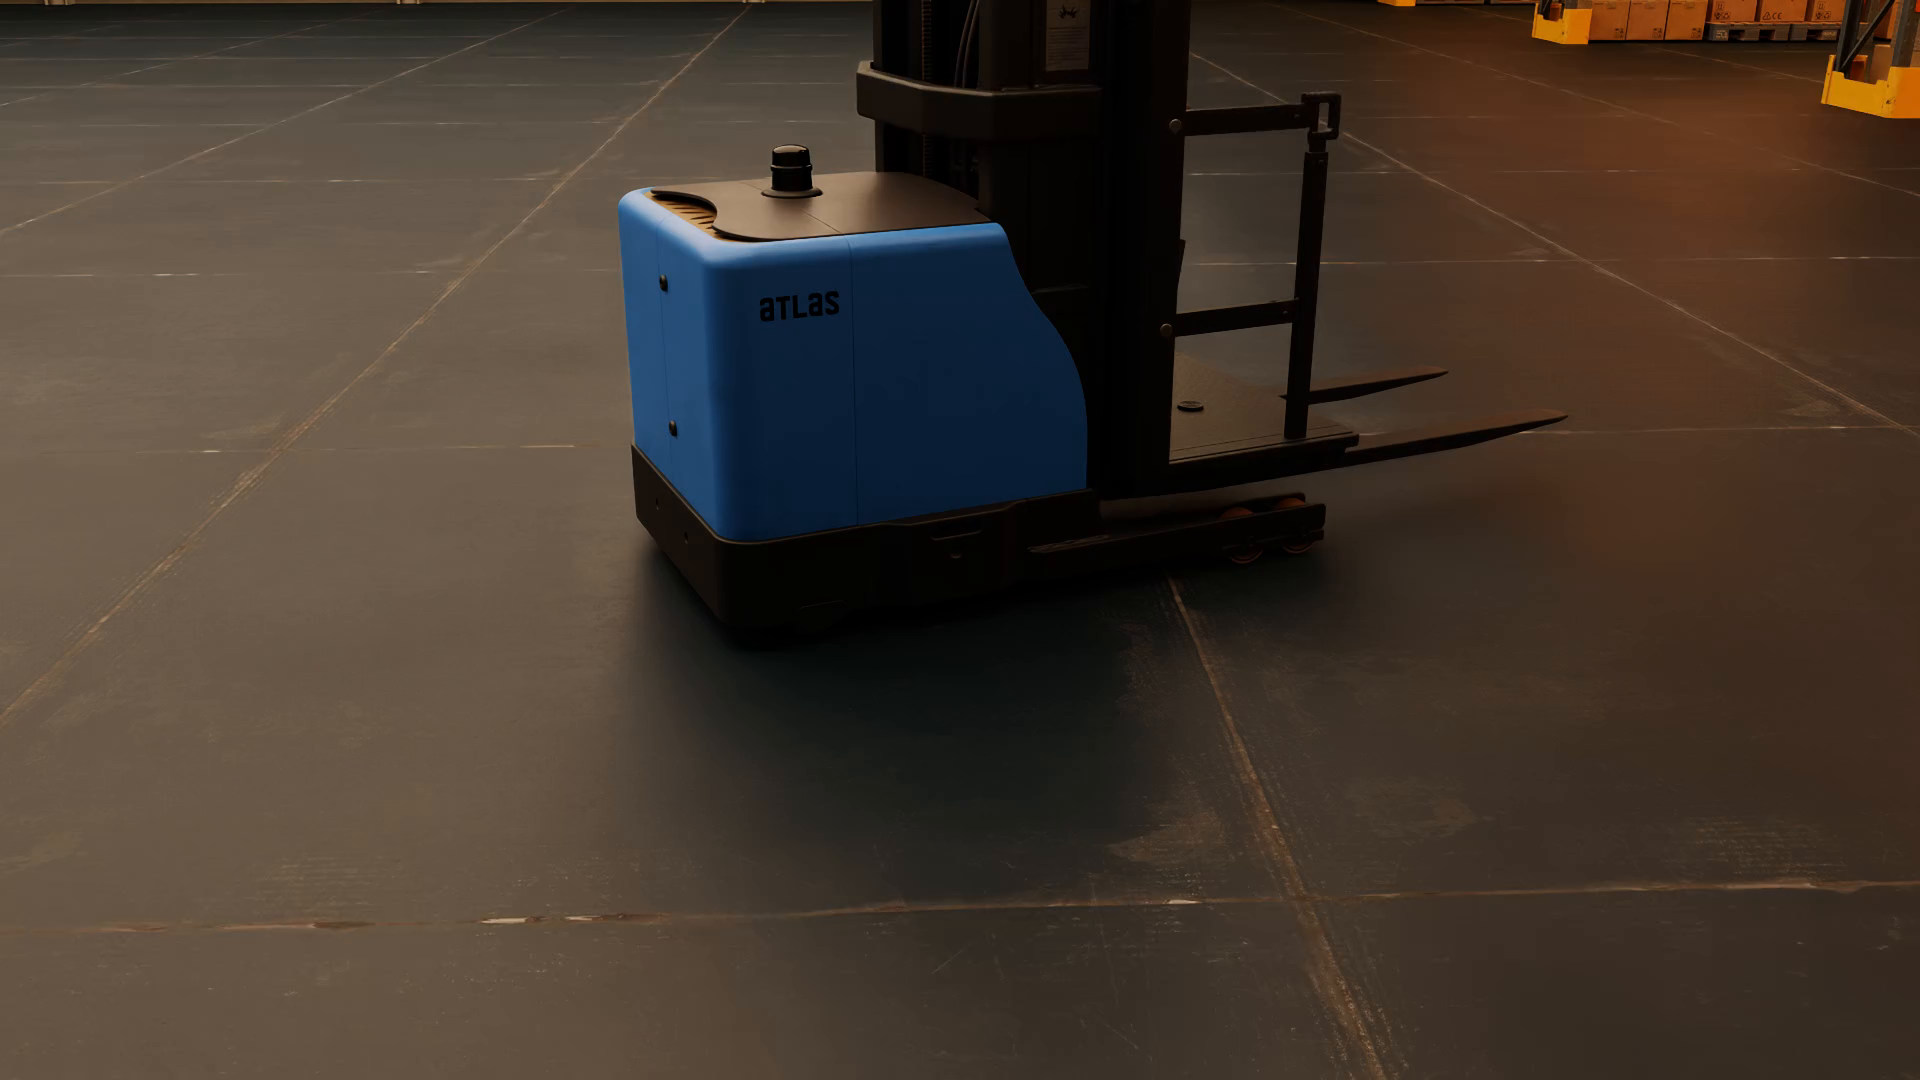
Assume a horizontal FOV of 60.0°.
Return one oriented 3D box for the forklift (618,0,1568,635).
[{"bbox_3d":[0.552,-1.458,4.875,3.031,2.935,1.130,-10,23,-23],"label":"forklift"}]
